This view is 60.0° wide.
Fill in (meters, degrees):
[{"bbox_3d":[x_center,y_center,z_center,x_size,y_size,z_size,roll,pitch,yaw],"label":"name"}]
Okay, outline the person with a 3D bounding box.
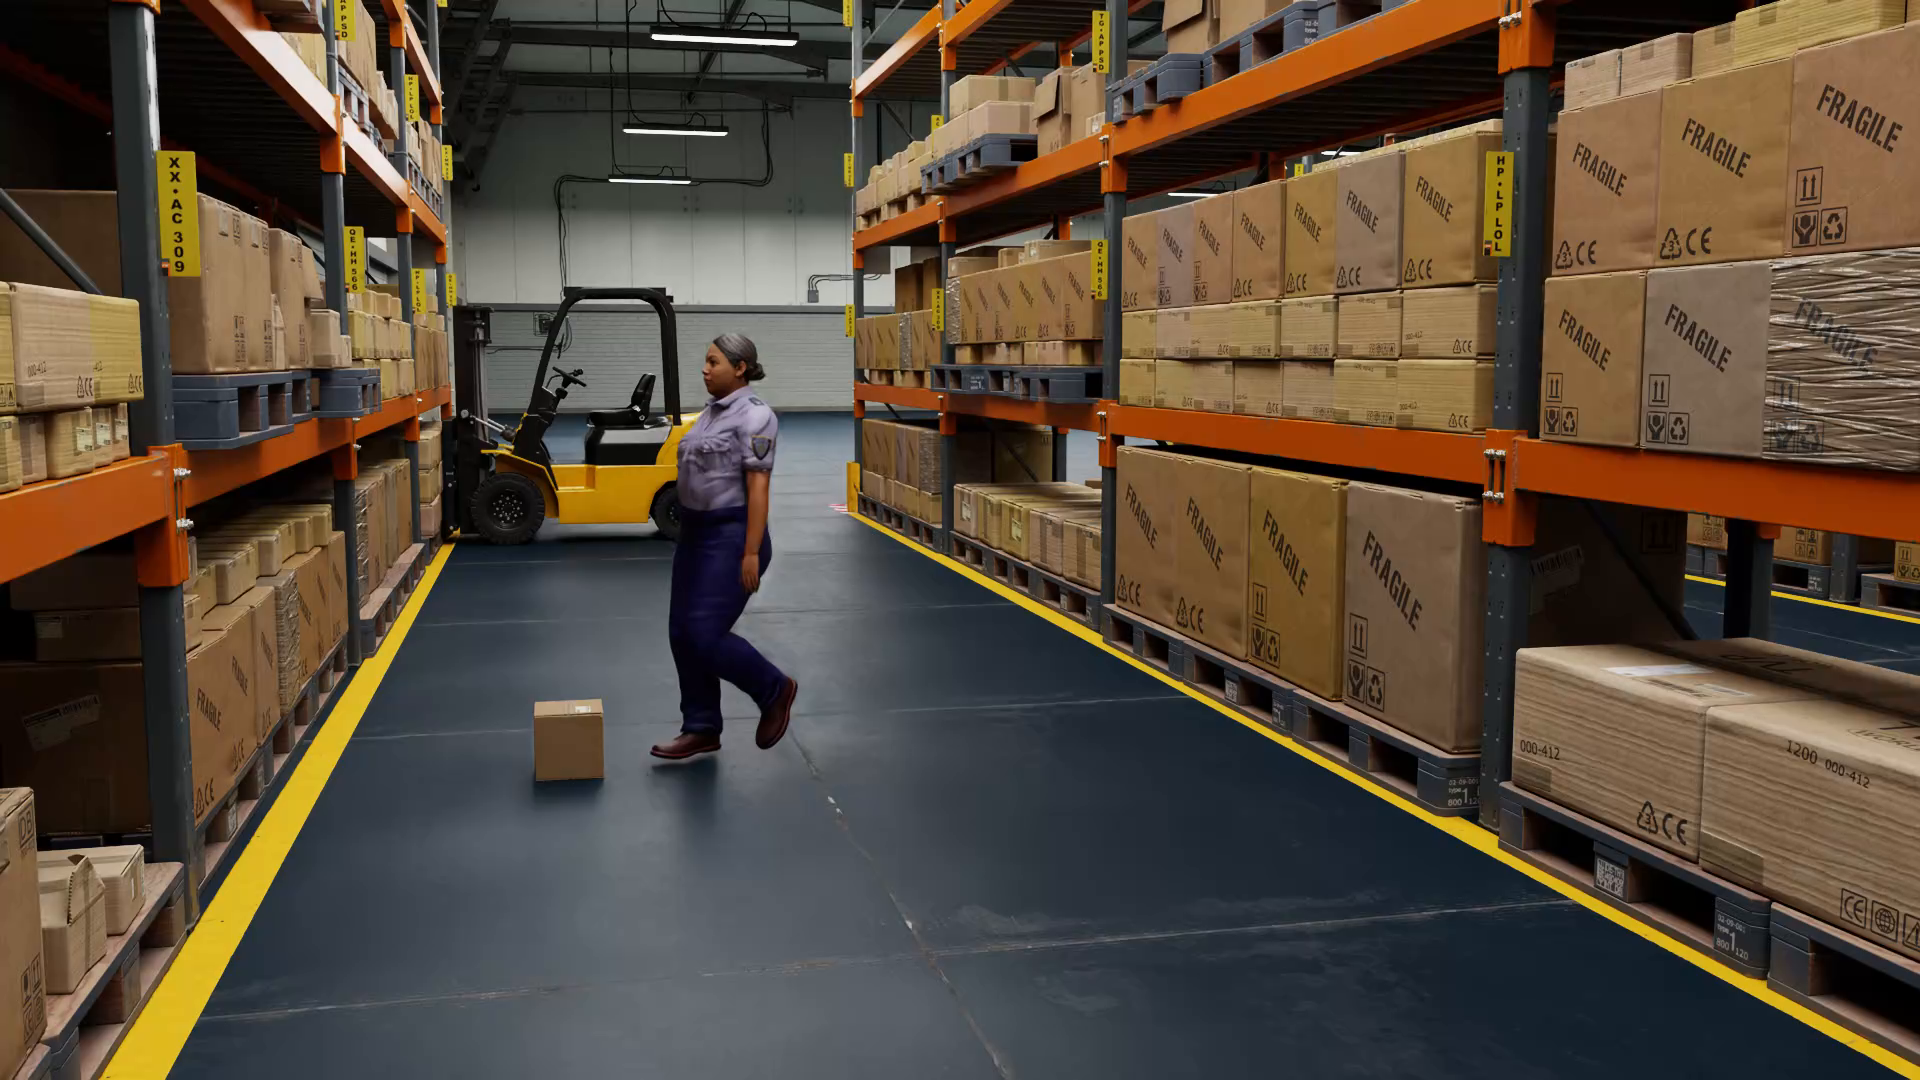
[{"bbox_3d":[-0.921,0.027,6.374,0.522,1.635,0.499,-5,8,-36],"label":"person"}]
